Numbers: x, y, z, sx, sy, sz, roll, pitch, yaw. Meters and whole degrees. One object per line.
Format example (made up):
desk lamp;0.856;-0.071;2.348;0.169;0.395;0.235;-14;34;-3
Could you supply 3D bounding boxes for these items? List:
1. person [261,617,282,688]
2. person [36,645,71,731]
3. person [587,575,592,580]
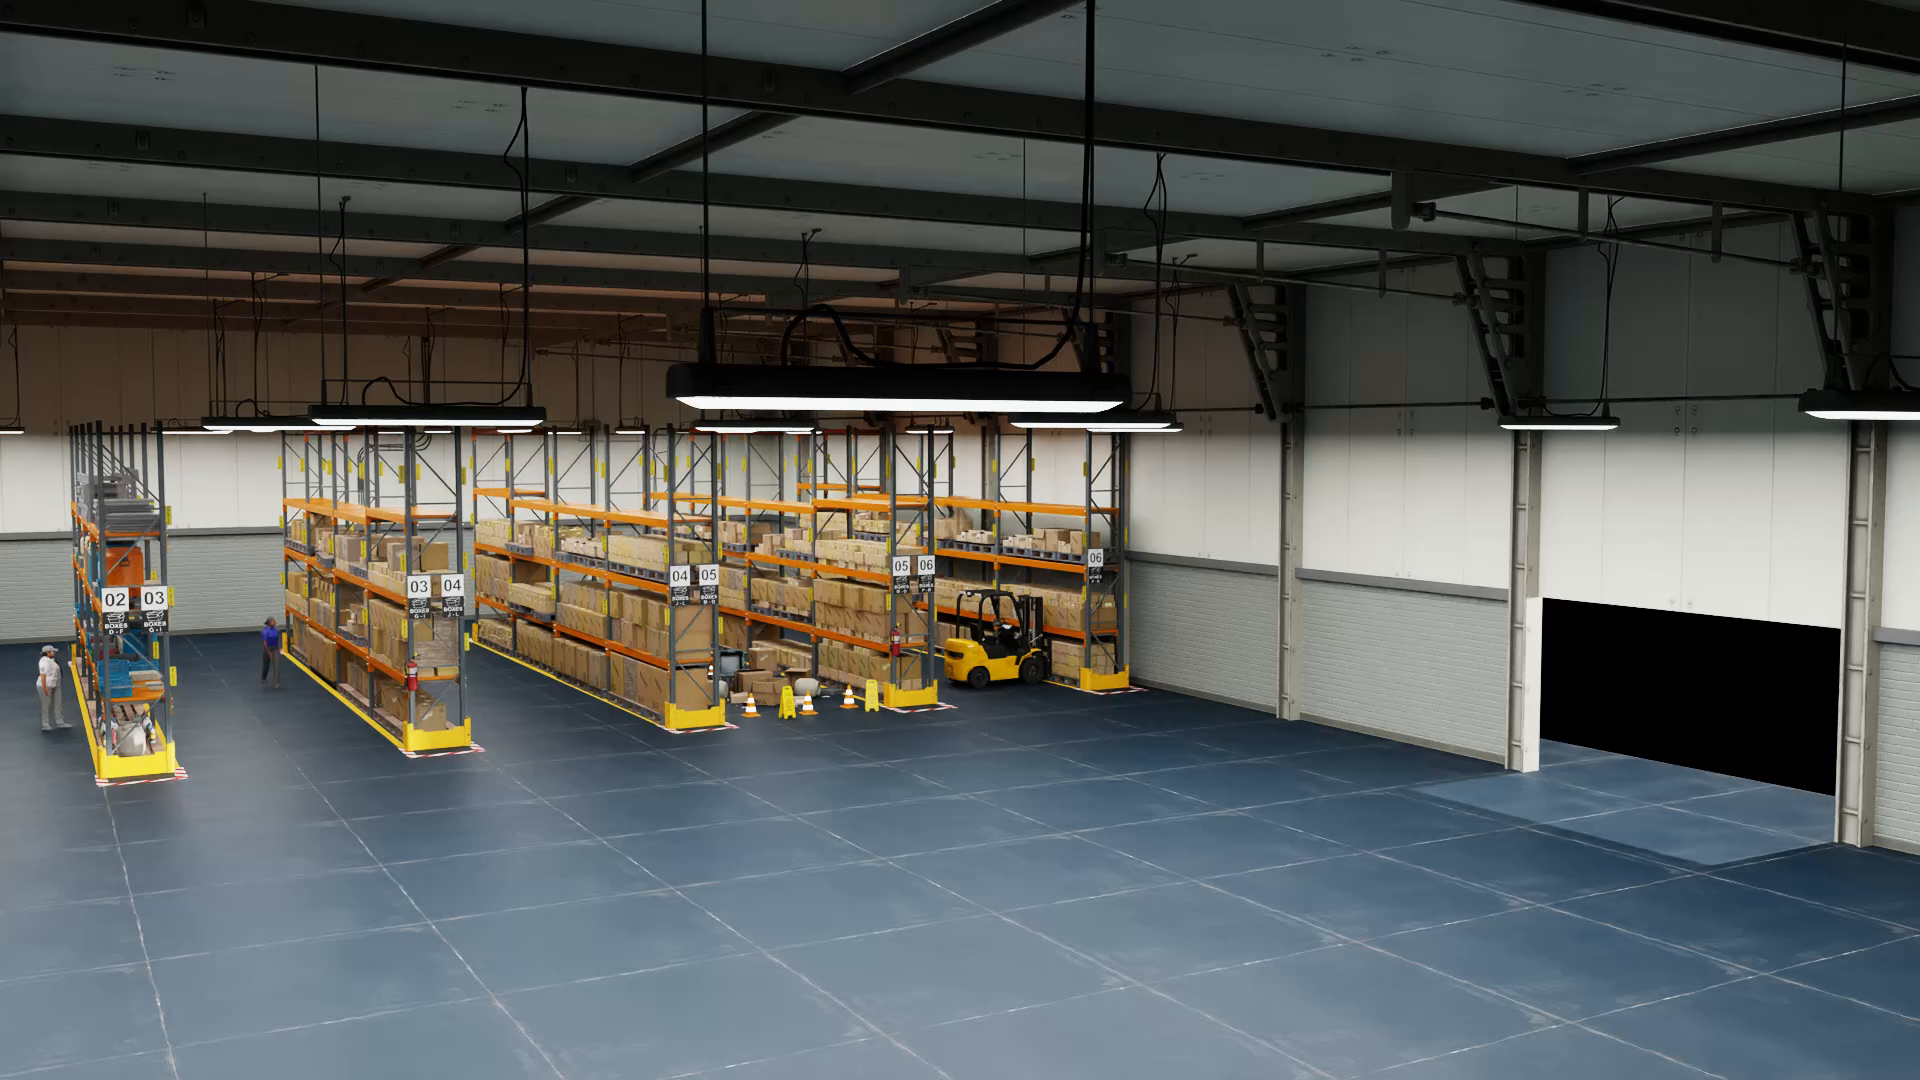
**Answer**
person;-15.796;2.561;38.093;0.391;1.612;0.920;-2;4;-34
person;-17.820;2.888;32.606;0.473;1.667;0.534;1;4;10
person;-10.651;1.897;47.905;0.591;1.810;0.427;1;4;17
